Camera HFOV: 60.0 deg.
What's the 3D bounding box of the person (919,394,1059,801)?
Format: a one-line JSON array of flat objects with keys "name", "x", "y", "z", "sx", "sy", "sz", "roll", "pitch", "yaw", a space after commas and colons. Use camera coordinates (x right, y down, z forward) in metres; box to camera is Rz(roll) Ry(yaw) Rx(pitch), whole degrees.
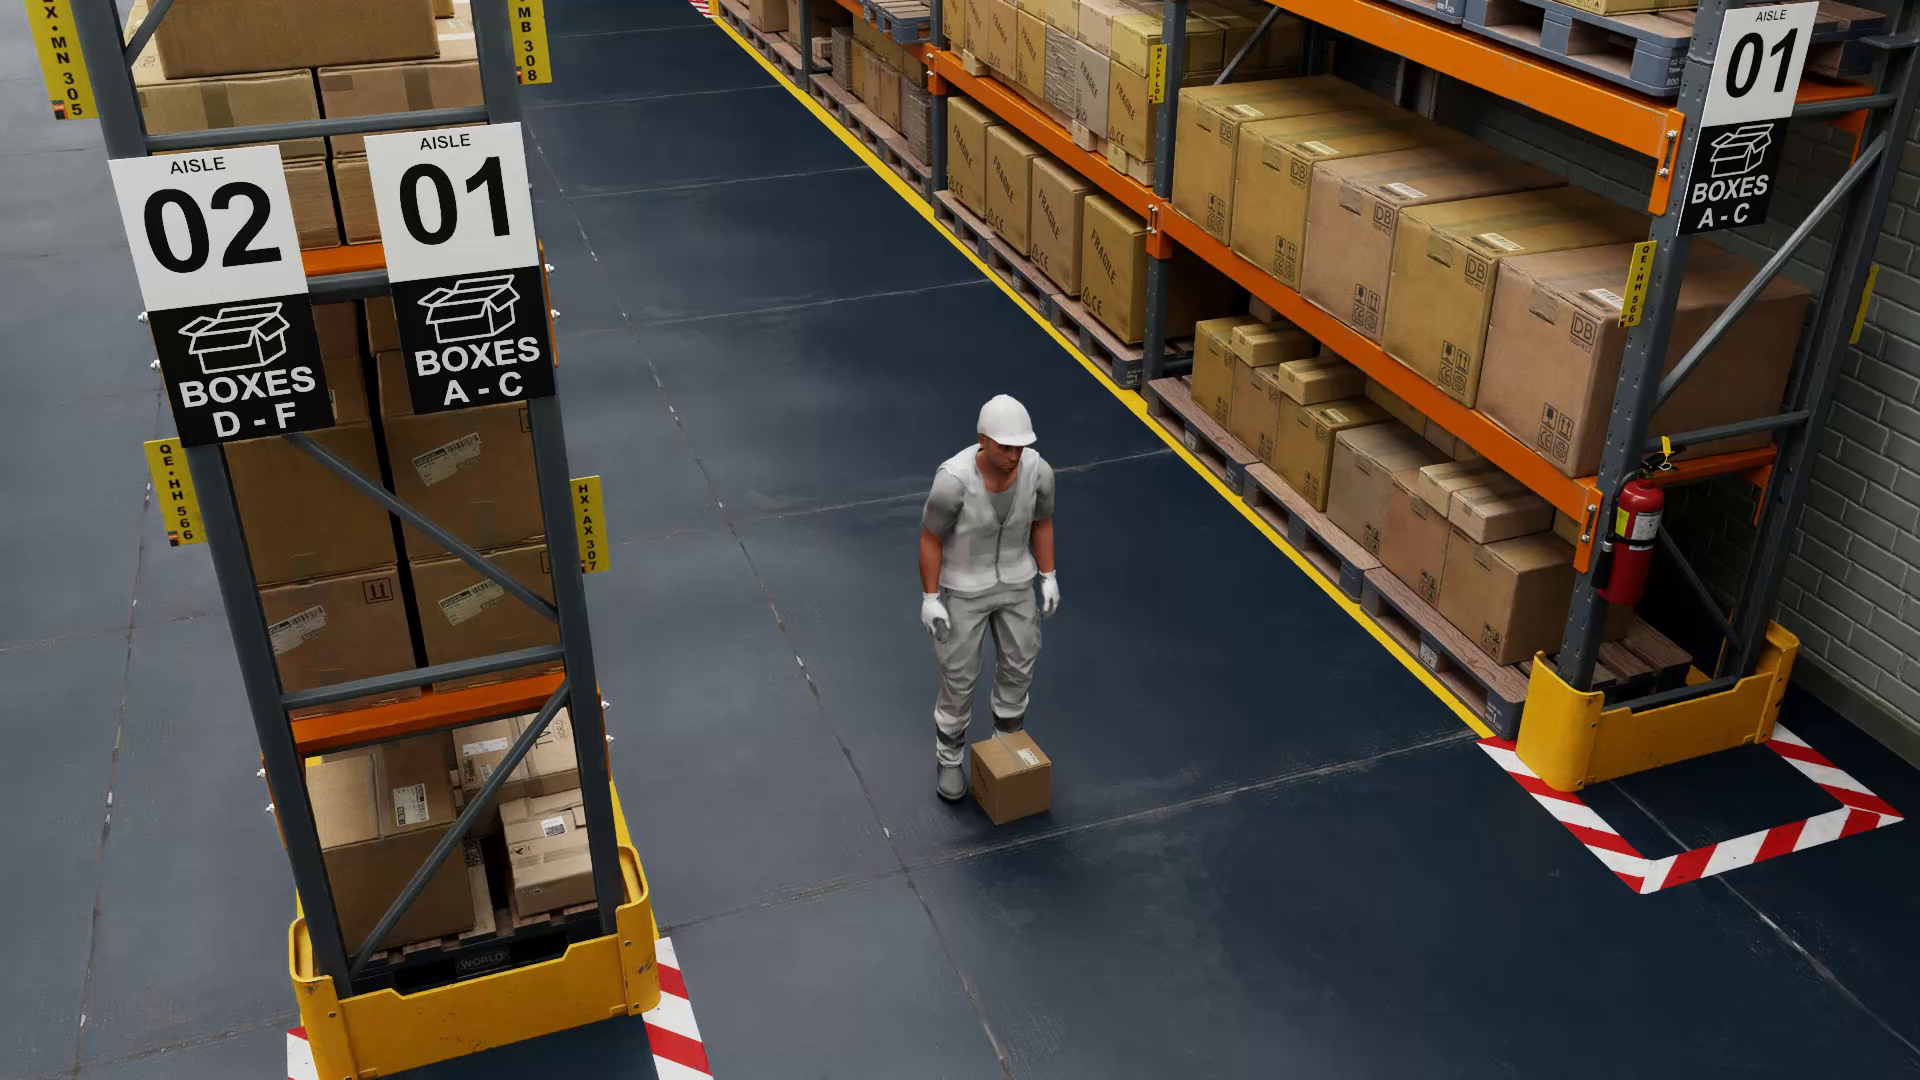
[{"name": "person", "x": 0.123, "y": 0.217, "z": 6.731, "sx": 0.603, "sy": 1.778, "sz": 0.451, "roll": -11, "pitch": 31, "yaw": -18}]
